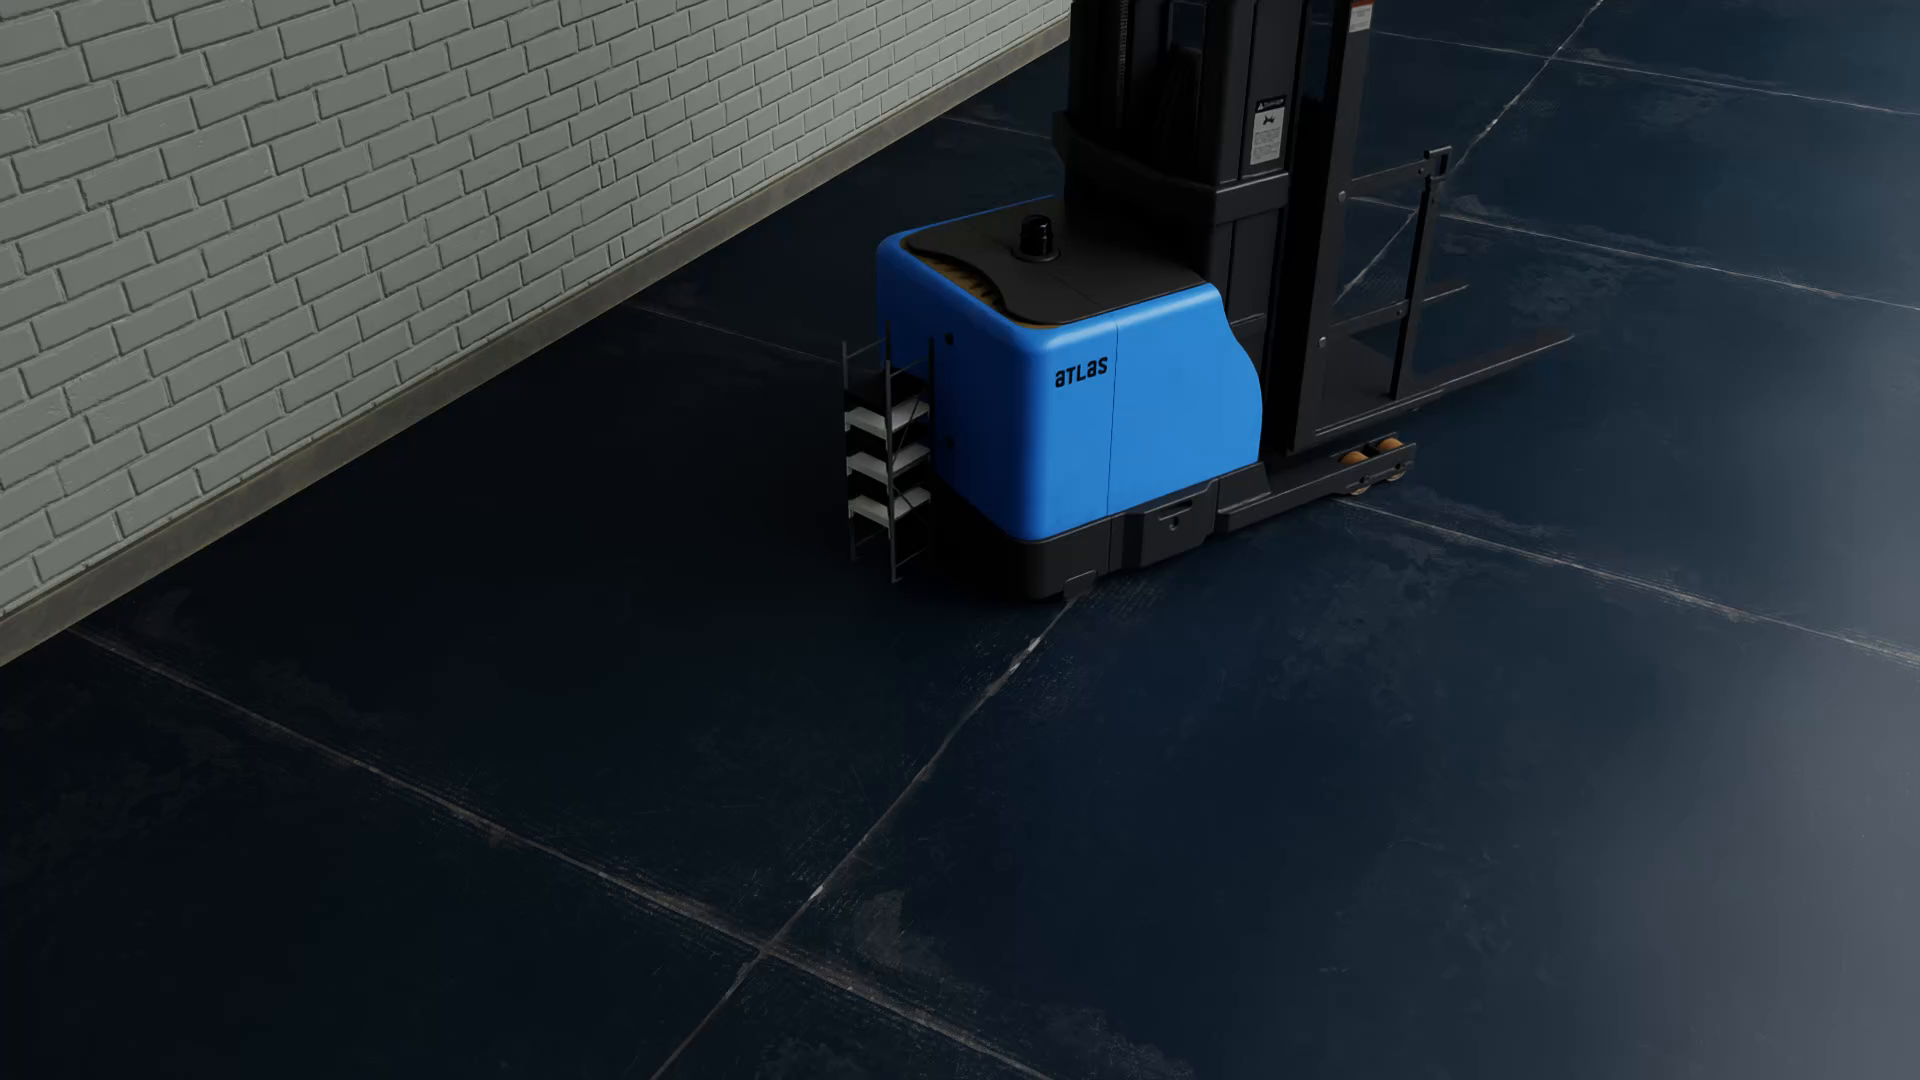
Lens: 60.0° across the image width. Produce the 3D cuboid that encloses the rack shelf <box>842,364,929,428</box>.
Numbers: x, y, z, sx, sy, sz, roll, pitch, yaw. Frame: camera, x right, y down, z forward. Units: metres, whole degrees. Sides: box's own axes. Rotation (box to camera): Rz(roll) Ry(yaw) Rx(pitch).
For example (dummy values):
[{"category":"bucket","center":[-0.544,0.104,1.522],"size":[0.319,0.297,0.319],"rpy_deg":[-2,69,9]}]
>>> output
[{"category":"rack shelf","center":[-0.246,-0.501,5.763],"size":[0.200,0.077,0.258],"rpy_deg":[26,41,33]}]

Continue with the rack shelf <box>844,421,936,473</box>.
[{"category":"rack shelf","center":[-0.246,-0.351,5.863],"size":[0.200,0.077,0.258],"rpy_deg":[26,41,33]}]

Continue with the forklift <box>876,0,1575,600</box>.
[{"category":"forklift","center":[1.202,-1.624,6.044],"size":[3.031,2.935,1.130],"rpy_deg":[-20,38,-27]}]

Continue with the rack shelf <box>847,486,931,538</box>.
[{"category":"rack shelf","center":[-0.246,-0.126,6.013],"size":[0.200,0.077,0.258],"rpy_deg":[26,41,33]}]

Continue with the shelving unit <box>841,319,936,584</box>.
[{"category":"shelving unit","center":[-0.246,-0.304,5.894],"size":[0.210,0.900,0.258],"rpy_deg":[26,41,33]}]

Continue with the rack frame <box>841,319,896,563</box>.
[{"category":"rack frame","center":[-0.323,-0.341,5.950],"size":[0.006,0.900,0.240],"rpy_deg":[26,41,33]}]

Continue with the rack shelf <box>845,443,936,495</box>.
[{"category":"rack shelf","center":[-0.246,-0.276,5.913],"size":[0.200,0.077,0.258],"rpy_deg":[26,41,33]}]

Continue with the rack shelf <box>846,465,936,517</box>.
[{"category":"rack shelf","center":[-0.246,-0.201,5.963],"size":[0.200,0.077,0.258],"rpy_deg":[26,41,33]}]

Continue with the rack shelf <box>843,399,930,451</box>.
[{"category":"rack shelf","center":[-0.246,-0.426,5.813],"size":[0.200,0.077,0.258],"rpy_deg":[26,41,33]}]

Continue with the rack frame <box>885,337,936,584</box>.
[{"category":"rack frame","center":[-0.169,-0.267,5.839],"size":[0.006,0.900,0.240],"rpy_deg":[26,41,33]}]
